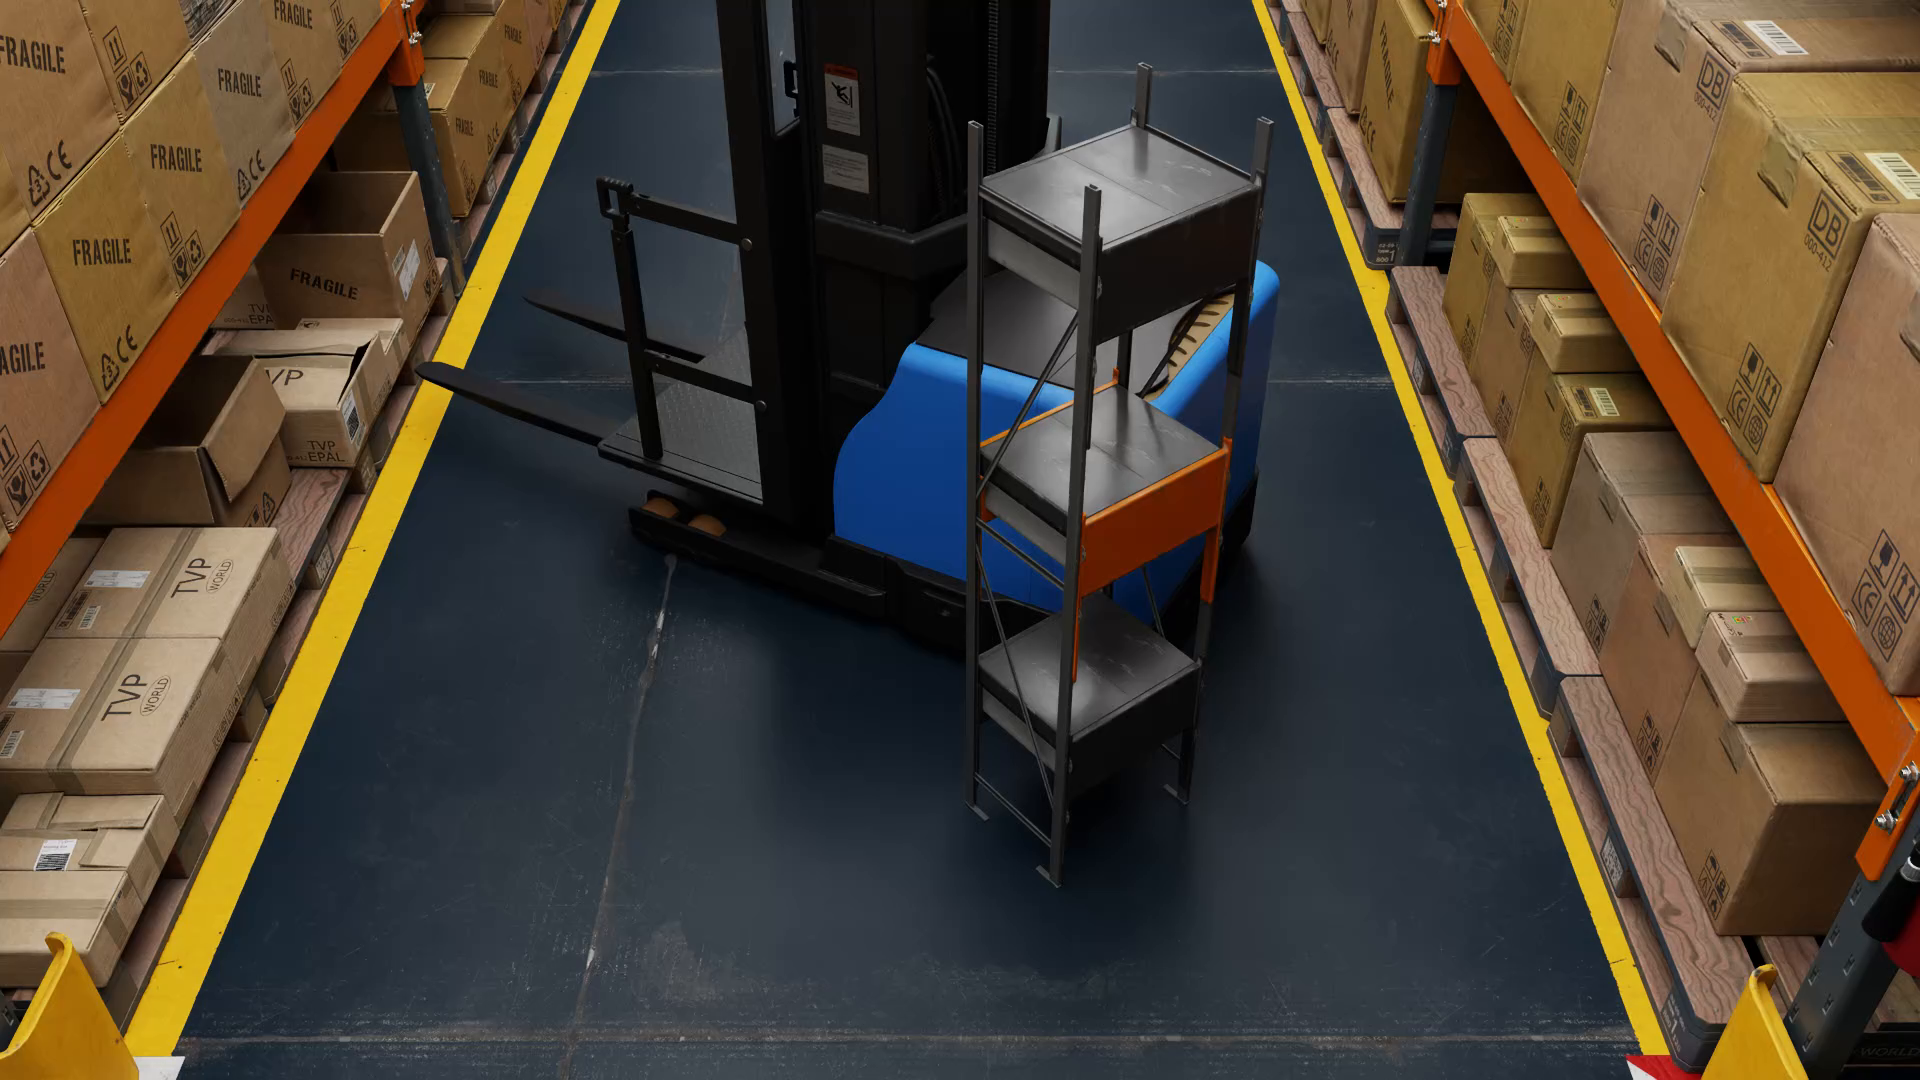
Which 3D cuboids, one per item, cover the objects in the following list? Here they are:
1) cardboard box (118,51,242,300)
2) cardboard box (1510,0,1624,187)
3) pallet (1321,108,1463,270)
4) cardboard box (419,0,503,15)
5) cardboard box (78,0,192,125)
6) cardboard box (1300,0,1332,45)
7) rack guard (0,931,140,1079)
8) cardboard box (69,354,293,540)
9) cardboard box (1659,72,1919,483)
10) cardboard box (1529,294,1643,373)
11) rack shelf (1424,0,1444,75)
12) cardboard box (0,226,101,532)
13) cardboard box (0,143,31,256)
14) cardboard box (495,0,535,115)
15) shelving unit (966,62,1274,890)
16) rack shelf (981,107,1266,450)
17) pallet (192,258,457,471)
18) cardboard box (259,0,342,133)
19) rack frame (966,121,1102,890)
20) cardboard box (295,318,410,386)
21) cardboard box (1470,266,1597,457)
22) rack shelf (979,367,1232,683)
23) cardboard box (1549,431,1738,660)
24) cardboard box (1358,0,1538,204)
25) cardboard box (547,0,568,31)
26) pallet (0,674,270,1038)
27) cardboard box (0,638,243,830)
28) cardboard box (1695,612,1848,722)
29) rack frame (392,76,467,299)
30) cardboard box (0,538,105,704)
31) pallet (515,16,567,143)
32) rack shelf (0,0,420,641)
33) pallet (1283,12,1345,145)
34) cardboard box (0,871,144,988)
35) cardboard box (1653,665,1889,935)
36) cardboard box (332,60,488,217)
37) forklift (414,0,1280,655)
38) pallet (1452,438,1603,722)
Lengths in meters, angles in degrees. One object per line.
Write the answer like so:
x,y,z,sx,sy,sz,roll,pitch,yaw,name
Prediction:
-2.345,-0.989,4.506,0.500,0.500,0.500,0,39,1,cardboard box
2.323,-1.552,5.049,0.980,0.700,0.700,-1,39,-1,cardboard box
2.267,-1.625,7.609,1.003,0.211,1.213,0,39,0,pallet
-2.368,-2.642,7.696,0.500,0.250,0.500,0,39,0,cardboard box
-2.348,-1.388,4.204,0.500,0.500,0.500,0,39,0,cardboard box
2.203,-3.050,8.540,0.750,0.750,0.750,0,39,0,cardboard box
-2.606,1.204,3.847,1.175,0.500,0.348,0,39,0,rack guard
-2.603,-0.248,5.305,0.797,0.503,0.637,0,39,0,cardboard box
2.325,-0.620,3.886,0.980,0.700,0.700,0,39,0,cardboard box
2.060,-0.664,5.324,0.380,0.149,0.250,-1,39,-1,cardboard box
2.341,-3.201,7.921,1.077,0.370,4.000,0,39,0,rack shelf
-2.348,-0.363,3.724,0.500,0.500,0.500,0,39,0,cardboard box
-2.351,-0.757,3.417,0.500,0.500,0.500,0,39,0,cardboard box
-2.372,-2.370,7.956,0.500,0.500,0.500,0,39,0,cardboard box
0.337,-0.056,4.141,0.503,2.100,0.431,-27,46,-29,shelving unit
0.337,-0.592,3.712,0.480,0.518,0.431,-27,46,-29,rack shelf
-2.611,-0.707,6.464,1.003,0.211,1.213,0,39,0,pallet
-2.351,-1.629,5.304,0.500,0.500,0.500,1,39,1,cardboard box
0.147,0.039,4.022,0.015,2.100,0.400,-27,46,-29,rack frame
-2.266,-0.694,6.145,0.380,0.149,0.250,0,39,0,cardboard box
2.239,-0.638,5.810,0.700,0.500,0.500,0,39,-1,cardboard box
0.337,-0.046,4.150,0.480,0.518,0.431,-27,46,-29,rack shelf
2.245,0.017,4.993,0.700,0.500,0.500,-1,39,-2,cardboard box
2.213,-1.962,7.183,0.750,0.750,0.750,0,39,0,cardboard box
-2.379,-3.014,8.760,0.500,0.500,0.500,-1,39,-2,cardboard box
-2.608,0.819,4.560,1.003,0.211,1.213,0,39,0,pallet
-2.323,0.525,4.544,0.500,0.250,0.500,0,39,0,cardboard box
2.065,0.311,4.108,0.380,0.149,0.250,0,39,-1,cardboard box
-2.610,-2.225,6.128,1.000,3.000,0.127,0,39,0,rack frame
-2.824,0.244,4.894,0.500,0.250,0.500,0,39,0,cardboard box
-2.653,-2.410,8.589,1.003,0.211,1.213,0,39,0,pallet
-2.608,-0.694,4.792,1.077,0.370,4.000,0,39,0,rack shelf
2.263,-2.390,8.564,1.003,0.211,1.213,0,39,0,pallet
-2.263,0.955,4.088,0.380,0.149,0.250,0,39,0,cardboard box
2.247,0.644,4.210,0.700,0.500,0.500,0,39,0,cardboard box
-2.367,-1.724,7.150,0.500,0.500,0.500,-2,39,-2,cardboard box
-0.547,-1.331,5.068,3.031,2.935,1.130,19,42,22,forklift
2.270,0.098,5.459,1.003,0.211,1.213,0,39,0,pallet
